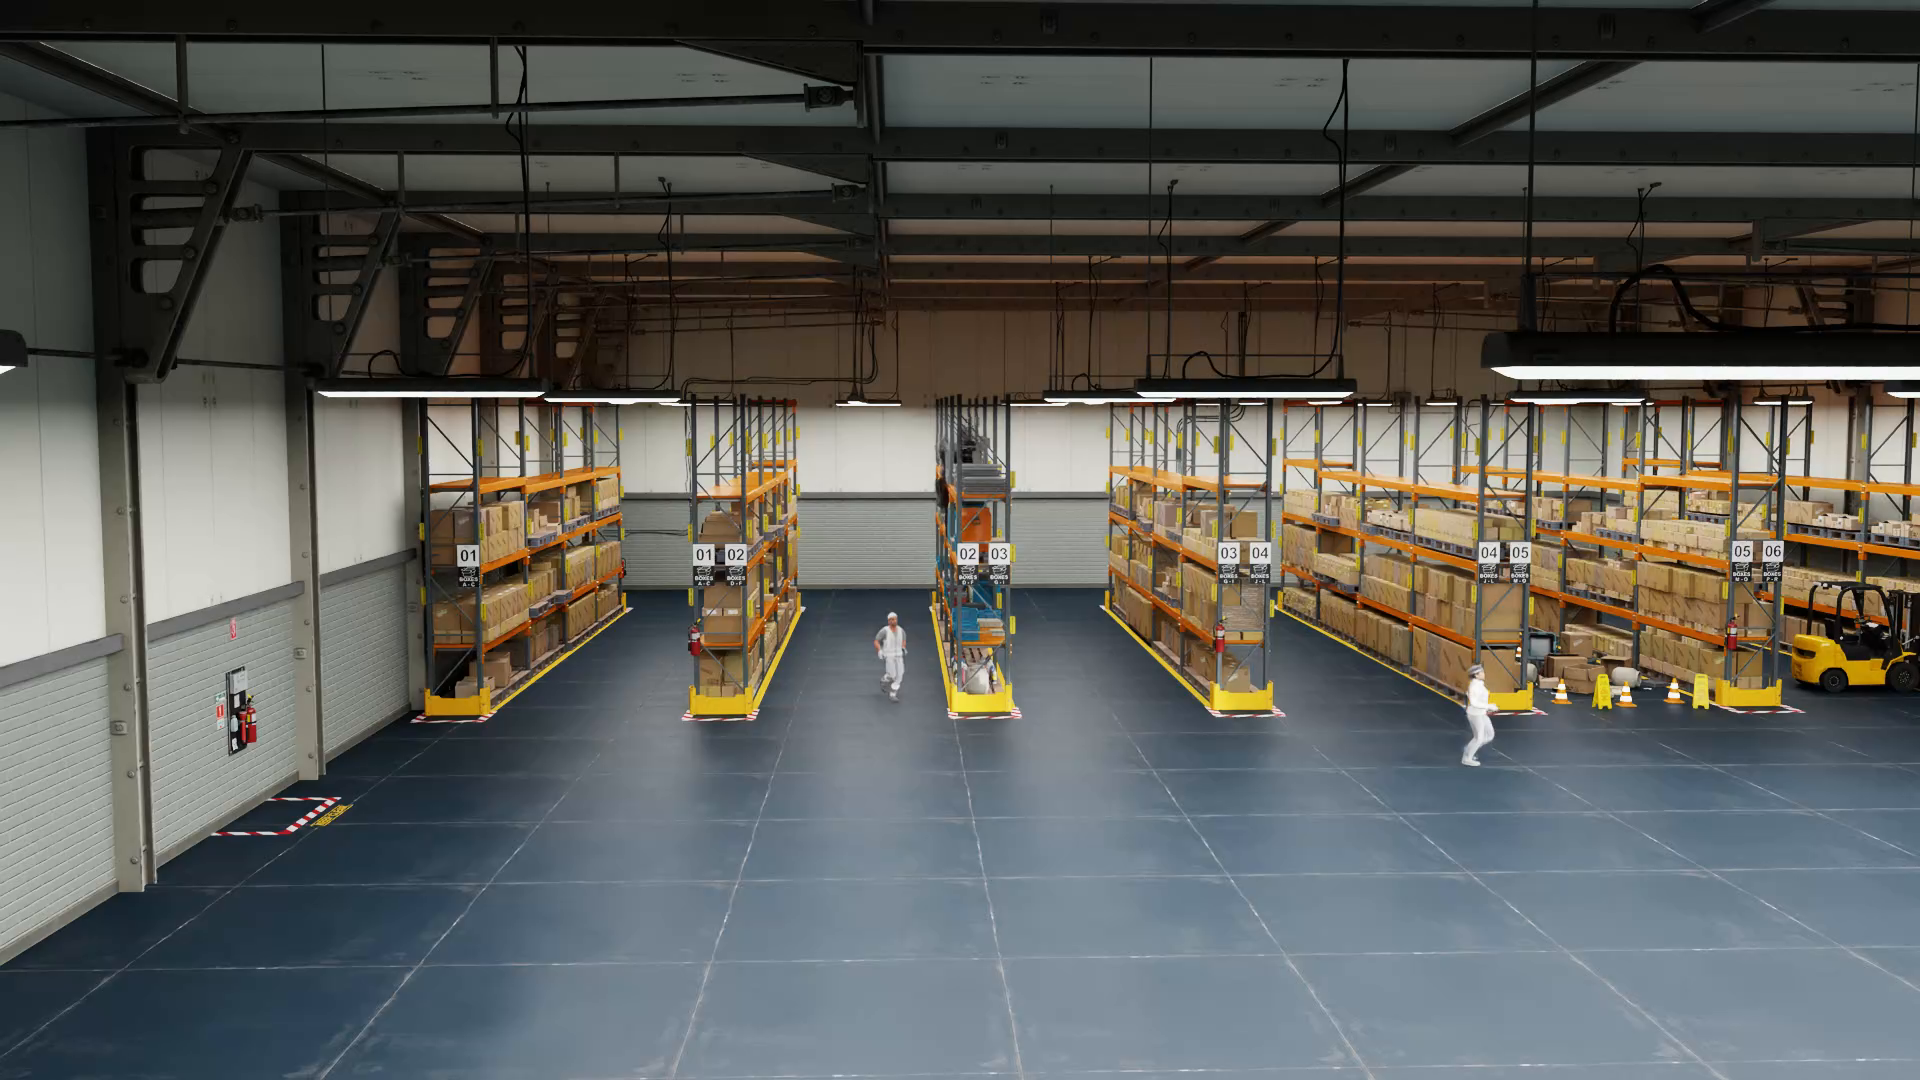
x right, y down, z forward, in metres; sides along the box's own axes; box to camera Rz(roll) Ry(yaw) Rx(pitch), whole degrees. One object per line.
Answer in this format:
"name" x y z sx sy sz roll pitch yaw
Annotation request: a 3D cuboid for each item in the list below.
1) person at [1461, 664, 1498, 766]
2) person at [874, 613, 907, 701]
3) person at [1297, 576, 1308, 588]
"person" 8.329 2.797 26.579 0.558 1.654 0.527 2 5 27
"person" -1.321 2.289 32.653 0.662 1.739 0.598 -2 5 -26
"person" 10.186 0.921 49.627 0.939 1.711 0.656 -2 5 -27
